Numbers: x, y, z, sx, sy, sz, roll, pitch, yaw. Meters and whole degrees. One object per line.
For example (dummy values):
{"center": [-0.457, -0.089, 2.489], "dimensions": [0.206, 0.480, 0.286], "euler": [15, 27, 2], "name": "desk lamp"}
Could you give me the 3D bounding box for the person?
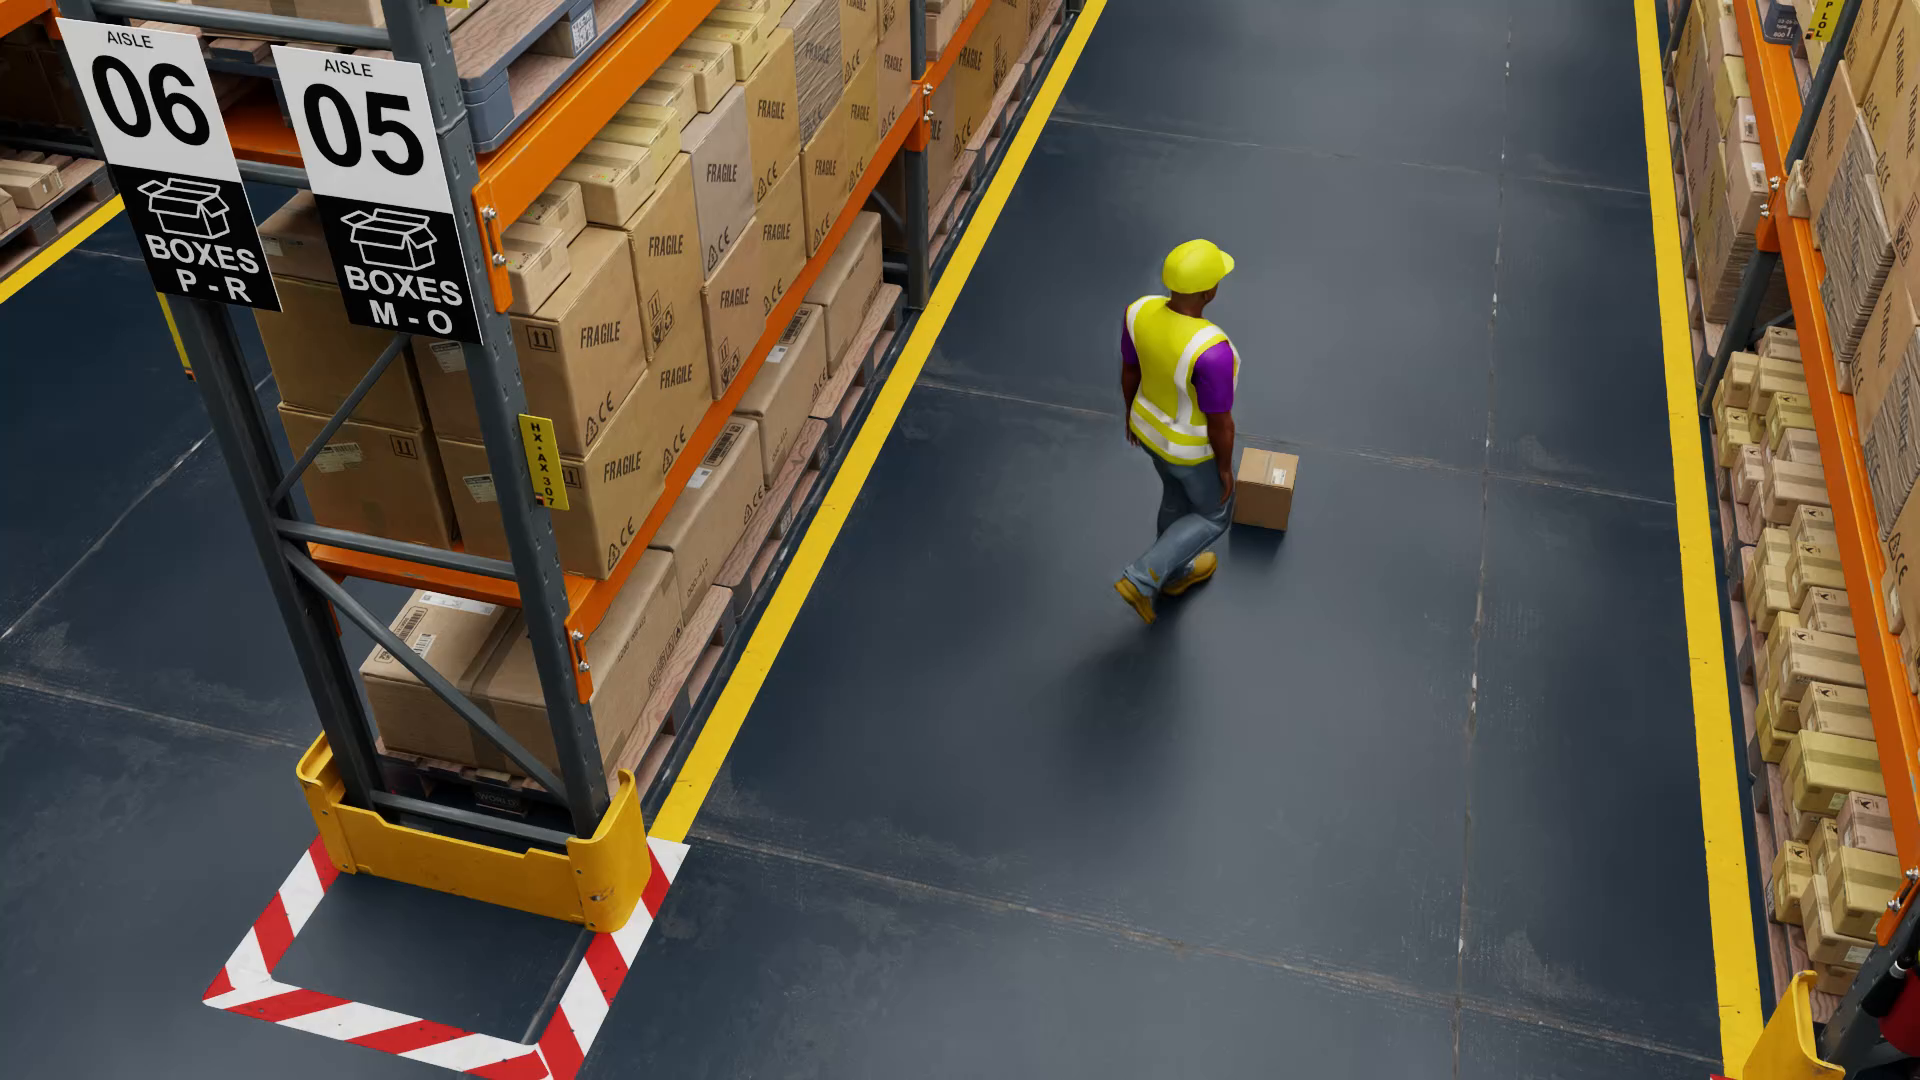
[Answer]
{"center": [0.868, -0.411, 6.599], "dimensions": [0.672, 1.753, 0.597], "euler": [-23, 46, -25], "name": "person"}
